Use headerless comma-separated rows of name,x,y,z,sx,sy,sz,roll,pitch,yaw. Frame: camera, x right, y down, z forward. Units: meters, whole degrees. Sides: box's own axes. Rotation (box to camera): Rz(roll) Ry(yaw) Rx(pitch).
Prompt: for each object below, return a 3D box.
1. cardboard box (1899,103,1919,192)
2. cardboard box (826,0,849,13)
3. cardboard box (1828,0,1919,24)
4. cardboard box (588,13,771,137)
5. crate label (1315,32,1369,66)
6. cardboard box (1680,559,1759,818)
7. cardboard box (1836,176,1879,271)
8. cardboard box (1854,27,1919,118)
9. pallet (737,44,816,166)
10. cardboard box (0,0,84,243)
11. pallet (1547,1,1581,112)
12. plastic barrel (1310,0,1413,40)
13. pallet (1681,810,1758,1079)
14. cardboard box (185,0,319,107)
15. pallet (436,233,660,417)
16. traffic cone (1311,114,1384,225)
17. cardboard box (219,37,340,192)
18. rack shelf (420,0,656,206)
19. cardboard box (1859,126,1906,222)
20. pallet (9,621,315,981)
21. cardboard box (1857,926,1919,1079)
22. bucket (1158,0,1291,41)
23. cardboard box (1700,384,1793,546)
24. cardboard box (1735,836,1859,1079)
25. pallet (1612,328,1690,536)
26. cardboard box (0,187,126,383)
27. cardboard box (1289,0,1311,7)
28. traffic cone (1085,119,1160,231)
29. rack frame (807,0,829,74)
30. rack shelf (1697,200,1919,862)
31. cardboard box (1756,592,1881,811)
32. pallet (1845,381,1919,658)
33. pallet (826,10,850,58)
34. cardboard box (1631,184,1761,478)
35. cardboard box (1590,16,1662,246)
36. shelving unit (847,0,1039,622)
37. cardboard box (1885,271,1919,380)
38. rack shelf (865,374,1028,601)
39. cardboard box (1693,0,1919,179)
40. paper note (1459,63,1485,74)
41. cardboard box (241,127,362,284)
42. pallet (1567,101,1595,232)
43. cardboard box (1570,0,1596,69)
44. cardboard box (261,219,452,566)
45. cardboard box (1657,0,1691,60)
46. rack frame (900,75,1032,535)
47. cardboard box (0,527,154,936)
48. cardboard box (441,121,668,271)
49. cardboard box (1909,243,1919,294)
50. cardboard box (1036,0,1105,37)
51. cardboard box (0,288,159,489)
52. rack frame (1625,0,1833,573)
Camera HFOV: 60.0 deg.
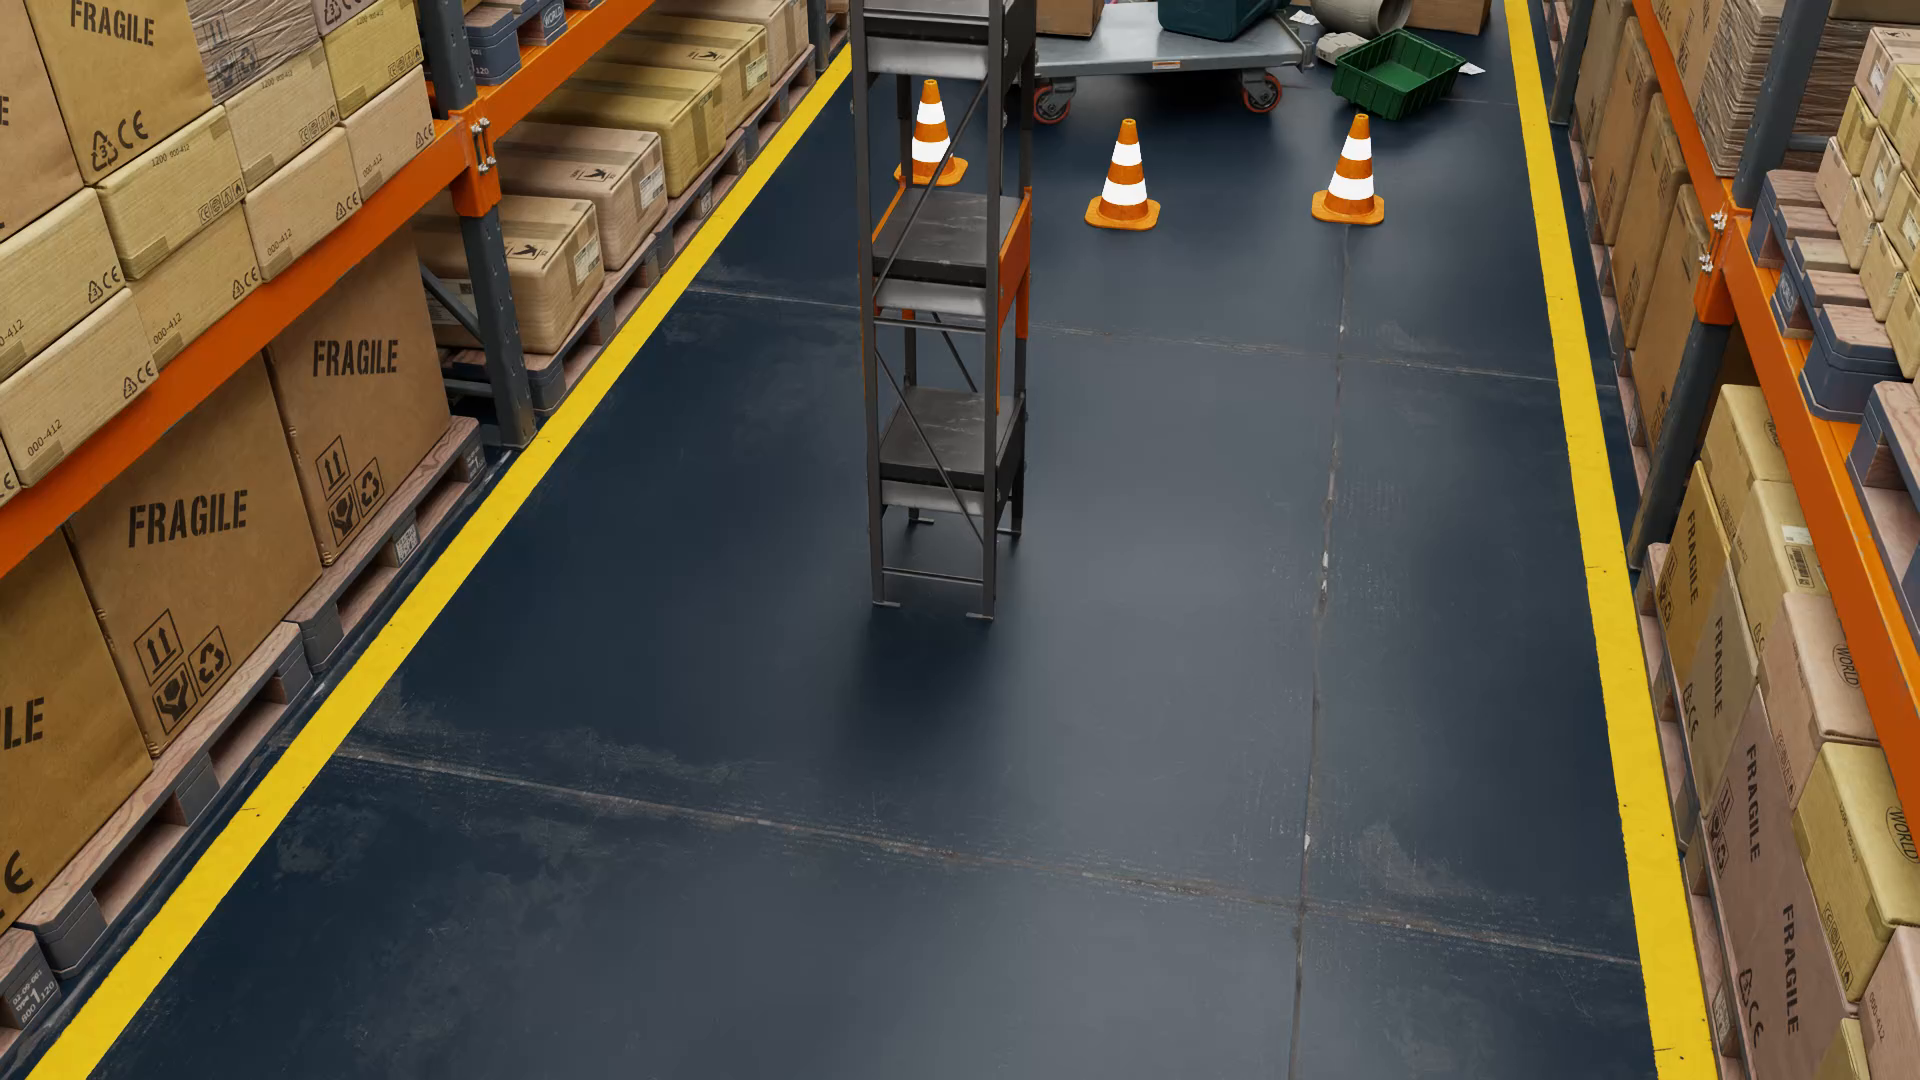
cardboard box,2.357,-0.855,3.723,0.380,0.149,0.250,7,37,10
cardboard box,-0.857,-3.298,9.729,0.500,0.250,0.500,6,36,8
cardboard box,2.862,-1.782,4.716,0.700,0.500,0.500,7,37,10
cardboard box,-1.506,-2.329,8.289,0.950,0.372,0.625,10,37,13
crate label,2.188,-2.799,9.495,0.298,0.136,0.250,-17,39,-22
cardboard box,2.252,0.423,4.382,0.500,0.500,0.500,8,37,11
cardboard box,2.406,-0.764,4.105,0.380,0.149,0.250,9,37,12
cardboard box,2.468,-1.147,4.126,0.380,0.149,0.250,7,37,10
pallet,-1.411,-2.361,8.828,1.003,0.211,1.213,7,37,10
cardboard box,-2.285,-0.891,3.486,0.500,0.500,0.500,7,36,9
pallet,3.850,-2.671,9.256,1.003,0.211,1.213,7,37,10
plastic barrel,2.355,-3.174,9.768,0.421,0.421,0.512,-24,42,-30
pallet,2.325,1.193,3.924,1.003,0.211,1.213,7,37,10
cardboard box,-2.057,-1.464,4.277,0.500,0.500,0.500,8,37,11
pallet,-1.933,-0.962,6.898,1.003,0.211,1.213,7,37,10
traffic cone,1.849,-1.767,7.794,0.336,0.463,0.334,7,37,10
cardboard box,-2.062,-1.181,4.525,0.500,0.250,0.500,6,36,9
rack shelf,-1.674,-2.499,7.255,1.077,0.370,4.000,7,37,10
cardboard box,2.401,-0.862,3.986,0.380,0.149,0.250,9,37,12
pallet,-2.606,0.626,4.707,1.003,0.211,1.213,7,37,10
cardboard box,1.937,0.999,2.949,0.500,0.250,0.500,9,37,12
bucket,1.388,-3.031,8.870,0.726,0.611,0.620,20,51,26
cardboard box,2.373,-0.177,4.572,0.500,0.250,0.500,6,36,8
cardboard box,2.038,1.011,3.571,0.500,0.500,0.500,7,36,9
pallet,2.998,-0.394,6.114,1.003,0.211,1.213,7,37,10
cardboard box,-2.262,-0.587,3.706,0.500,0.250,0.500,6,36,9
cardboard box,2.179,-3.483,10.330,0.396,0.266,0.258,14,38,18
traffic cone,0.771,-1.731,7.745,0.336,0.463,0.334,7,37,10
rack frame,-1.247,-3.937,8.626,1.000,3.000,0.127,7,37,10
rack shelf,2.329,0.357,3.314,1.077,0.370,4.000,7,37,10
cardboard box,2.146,0.395,3.782,0.500,0.250,0.500,8,37,10
pallet,2.374,0.137,3.169,1.003,0.211,1.213,7,37,10
pallet,-1.138,-3.197,9.981,1.003,0.211,1.213,7,37,10
cardboard box,2.974,-0.678,5.688,1.050,0.750,0.750,7,36,9
cardboard box,3.356,-1.713,7.117,1.050,0.750,0.750,7,37,10
shelving unit,-0.035,-0.755,5.003,0.431,2.100,0.503,7,37,10
cardboard box,2.293,-0.455,3.677,0.380,0.149,0.250,9,37,12
rack shelf,-0.035,-0.177,5.422,0.431,0.518,0.480,7,37,10
cardboard box,2.590,-1.413,5.059,0.500,0.500,0.500,7,37,10
paper note,2.870,-2.671,9.409,0.147,0.020,0.142,-17,39,-22
cardboard box,-2.049,-0.965,4.654,0.500,0.250,0.500,8,37,11
pallet,3.520,-1.793,8.044,1.003,0.211,1.213,7,37,10
cardboard box,3.814,-3.036,8.835,0.875,0.875,0.875,8,37,11
cardboard box,-2.330,-0.568,5.430,0.875,0.875,0.875,7,37,10
cardboard box,2.805,-1.986,5.848,0.500,0.500,0.500,7,36,9
rack frame,0.017,-0.895,5.196,0.400,2.100,0.015,7,37,10
cardboard box,-2.716,0.456,4.018,0.875,0.875,0.875,8,37,11
cardboard box,-1.821,-1.496,7.140,0.950,0.372,0.625,7,36,9
cardboard box,2.294,-0.564,3.575,0.380,0.149,0.250,7,37,10
cardboard box,0.499,-3.025,8.853,0.500,0.500,0.500,7,37,10
cardboard box,-2.254,-0.383,3.850,0.500,0.250,0.500,7,36,9
rack frame,2.756,-1.081,4.685,1.000,3.000,0.127,7,37,10
